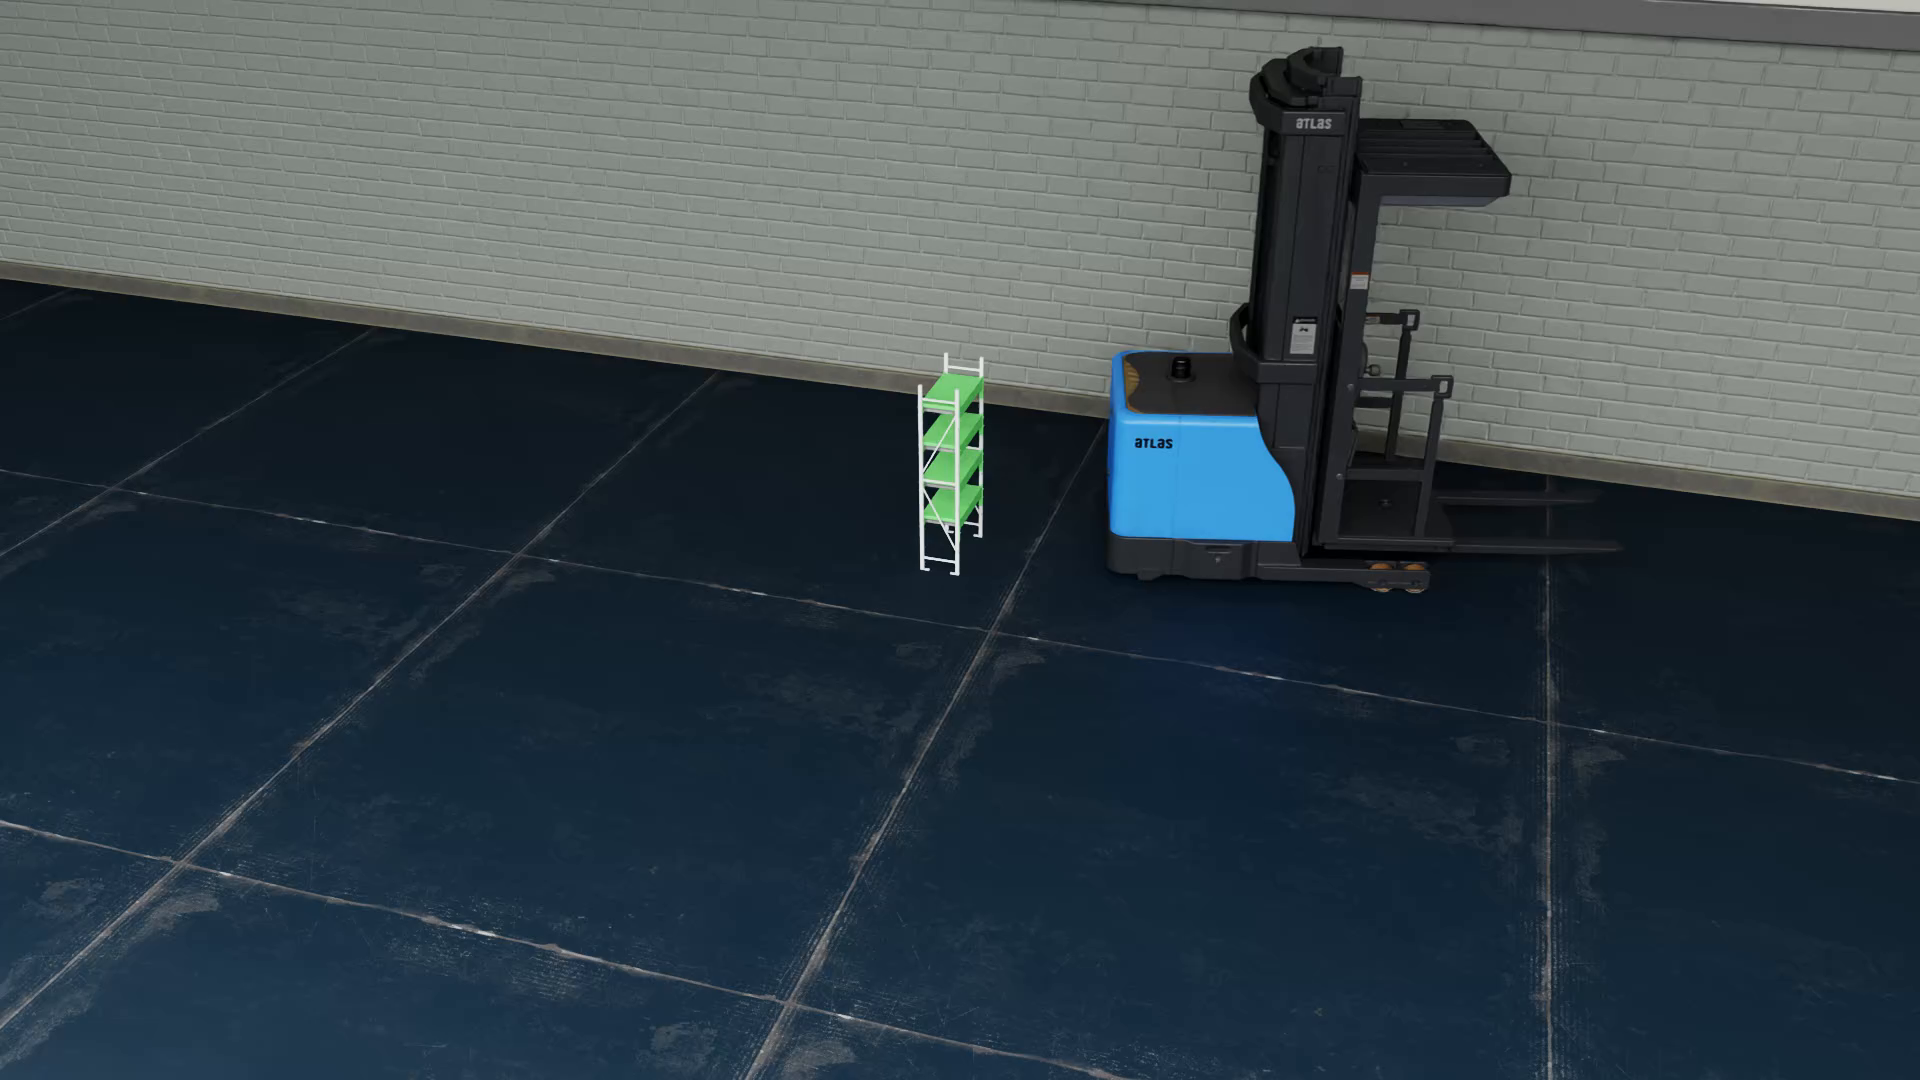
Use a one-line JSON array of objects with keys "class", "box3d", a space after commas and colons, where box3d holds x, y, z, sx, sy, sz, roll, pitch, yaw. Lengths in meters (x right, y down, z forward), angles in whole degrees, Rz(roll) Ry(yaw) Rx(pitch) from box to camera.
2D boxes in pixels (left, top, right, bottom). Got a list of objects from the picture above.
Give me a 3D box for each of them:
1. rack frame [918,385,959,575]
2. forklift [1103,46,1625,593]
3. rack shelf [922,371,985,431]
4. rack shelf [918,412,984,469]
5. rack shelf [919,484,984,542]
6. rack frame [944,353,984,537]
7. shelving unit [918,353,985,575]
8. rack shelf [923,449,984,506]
[{"class": "rack frame", "box3d": [-0.120, -0.334, 9.651, 0.240, 1.200, 0.015, 8, 30, 15]}, {"class": "forklift", "box3d": [2.404, -1.237, 9.494, 3.031, 2.935, 1.130, 2, 29, 3]}, {"class": "rack shelf", "box3d": [-0.049, -0.811, 9.653, 0.258, 0.148, 0.480, 8, 30, 15]}, {"class": "rack shelf", "box3d": [-0.049, -0.601, 9.770, 0.258, 0.148, 0.480, 8, 30, 15]}, {"class": "rack shelf", "box3d": [-0.049, -0.182, 10.003, 0.258, 0.148, 0.480, 8, 30, 15]}, {"class": "rack frame", "box3d": [0.023, -0.561, 10.059, 0.240, 1.200, 0.015, 8, 30, 15]}, {"class": "shelving unit", "box3d": [-0.049, -0.447, 9.855, 0.258, 1.200, 0.503, 8, 30, 15]}, {"class": "rack shelf", "box3d": [-0.049, -0.392, 9.886, 0.258, 0.148, 0.480, 8, 30, 15]}]
